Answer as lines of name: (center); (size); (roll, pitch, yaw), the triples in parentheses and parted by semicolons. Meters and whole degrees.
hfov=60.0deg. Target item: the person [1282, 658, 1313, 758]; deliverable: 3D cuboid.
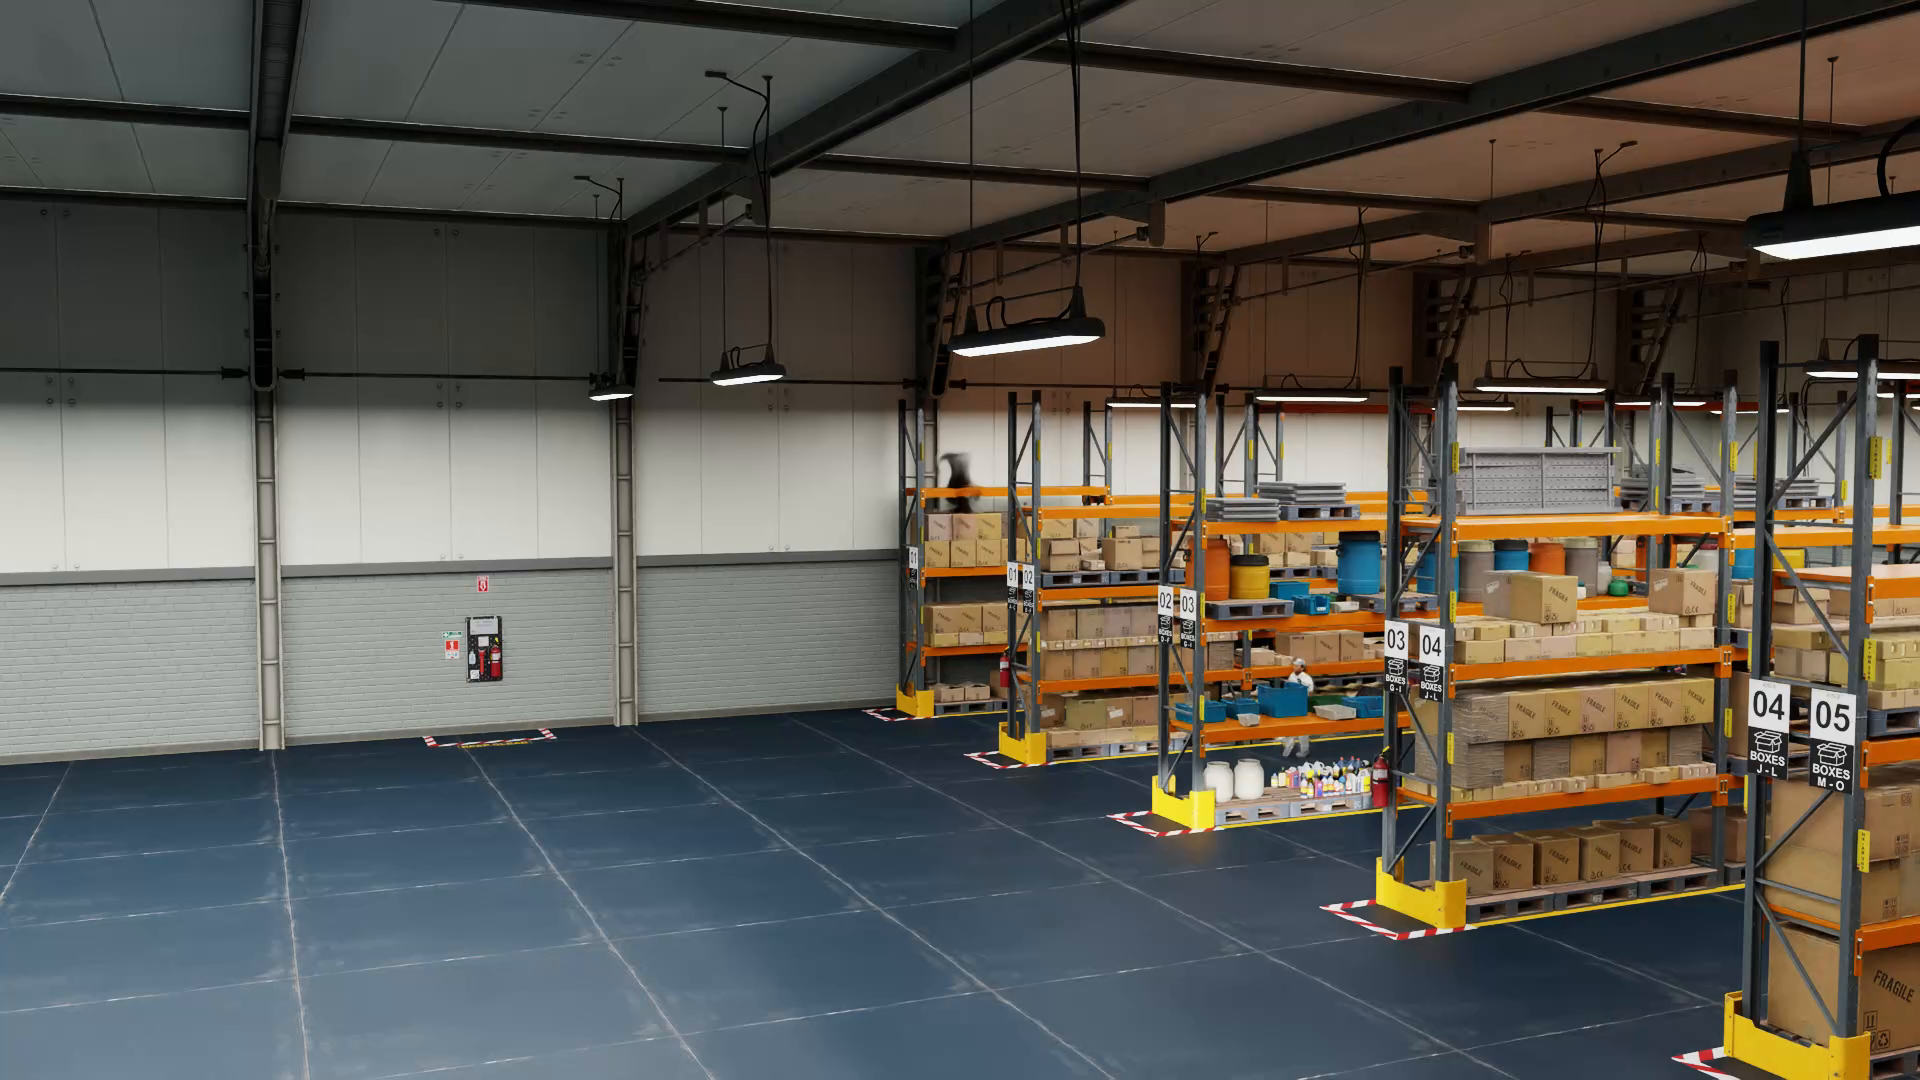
person: (5.526, 2.754, 27.150); (0.642, 1.661, 0.583); (-3, 5, -42)
